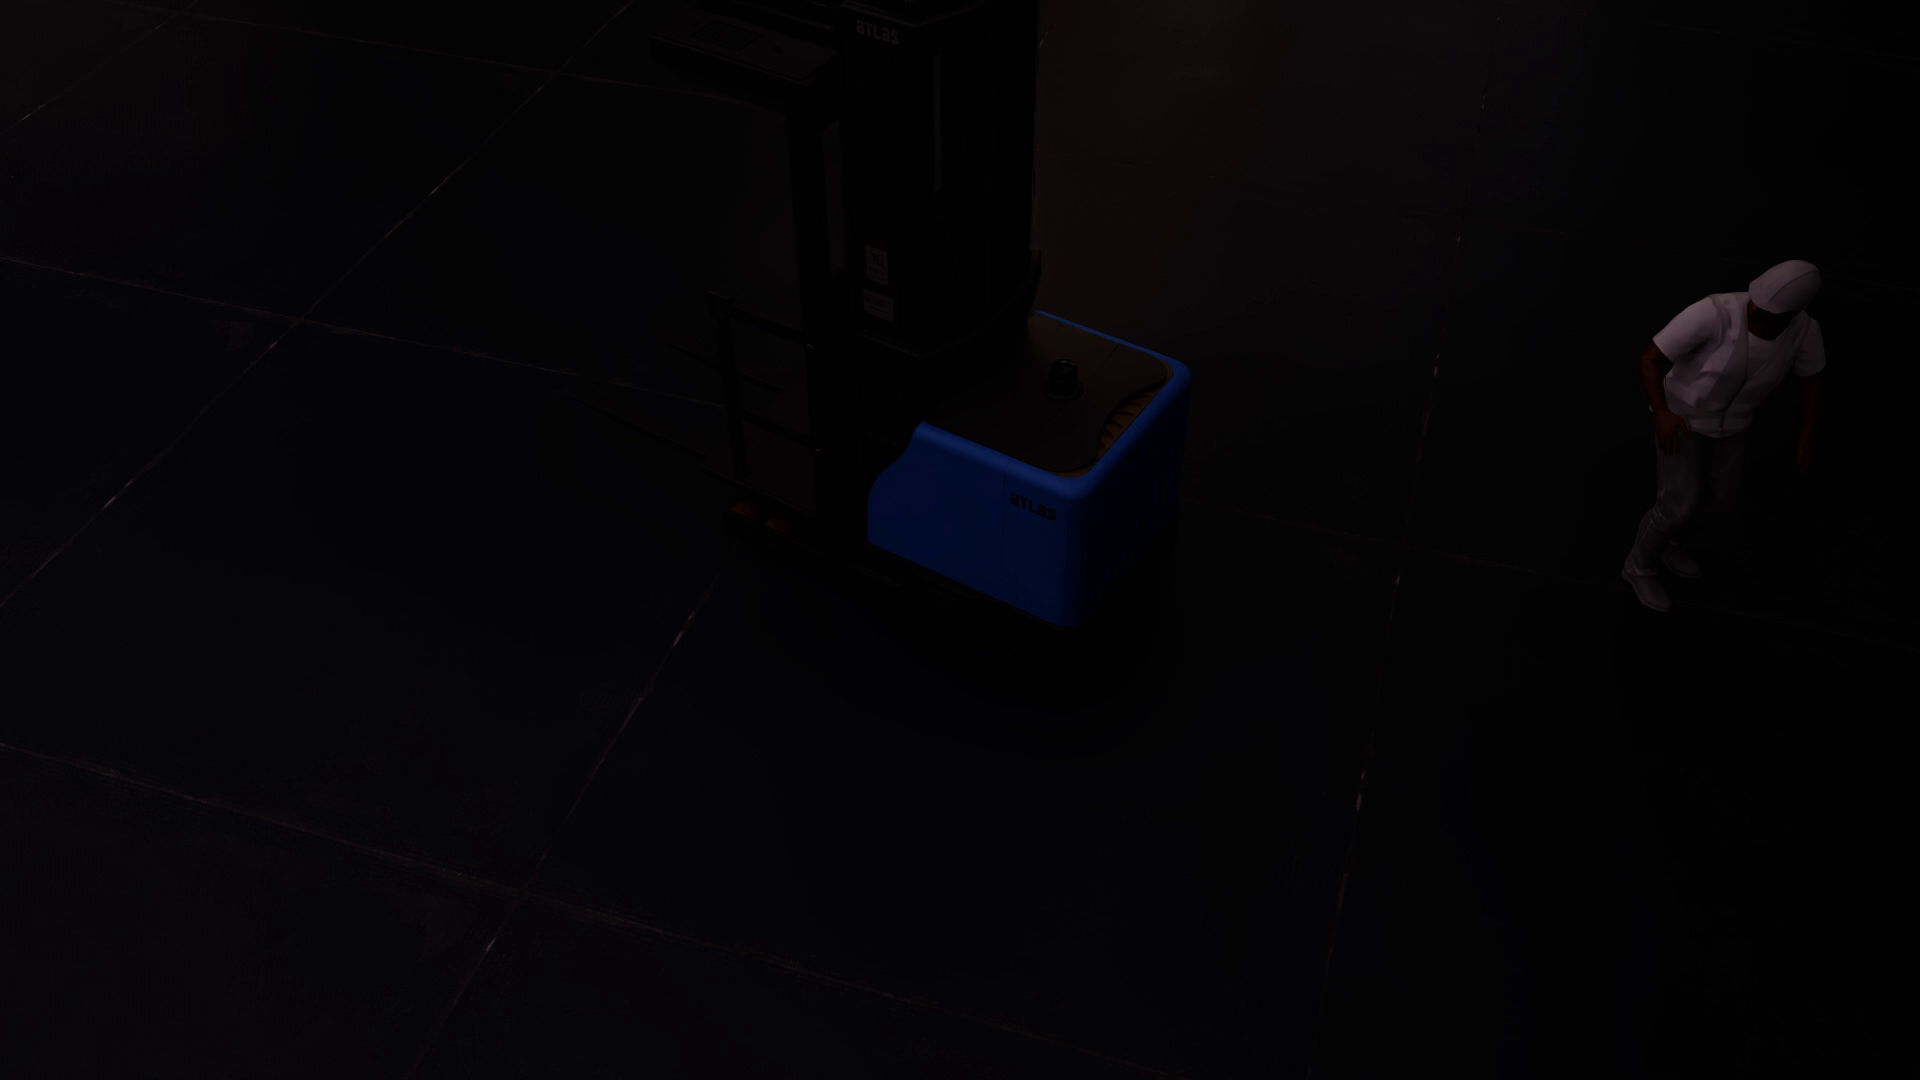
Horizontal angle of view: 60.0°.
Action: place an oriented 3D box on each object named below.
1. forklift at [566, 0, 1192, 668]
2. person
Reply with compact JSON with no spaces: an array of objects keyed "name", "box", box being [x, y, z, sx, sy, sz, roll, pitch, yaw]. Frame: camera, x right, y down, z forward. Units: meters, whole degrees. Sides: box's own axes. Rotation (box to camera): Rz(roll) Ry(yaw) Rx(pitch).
[{"name":"forklift","box":[-0.517,-1.295,7.080,3.031,2.935,1.130,23,48,23]},{"name":"person","box":[3.256,-0.469,7.094,0.791,1.718,0.516,-6,43,-7]}]
